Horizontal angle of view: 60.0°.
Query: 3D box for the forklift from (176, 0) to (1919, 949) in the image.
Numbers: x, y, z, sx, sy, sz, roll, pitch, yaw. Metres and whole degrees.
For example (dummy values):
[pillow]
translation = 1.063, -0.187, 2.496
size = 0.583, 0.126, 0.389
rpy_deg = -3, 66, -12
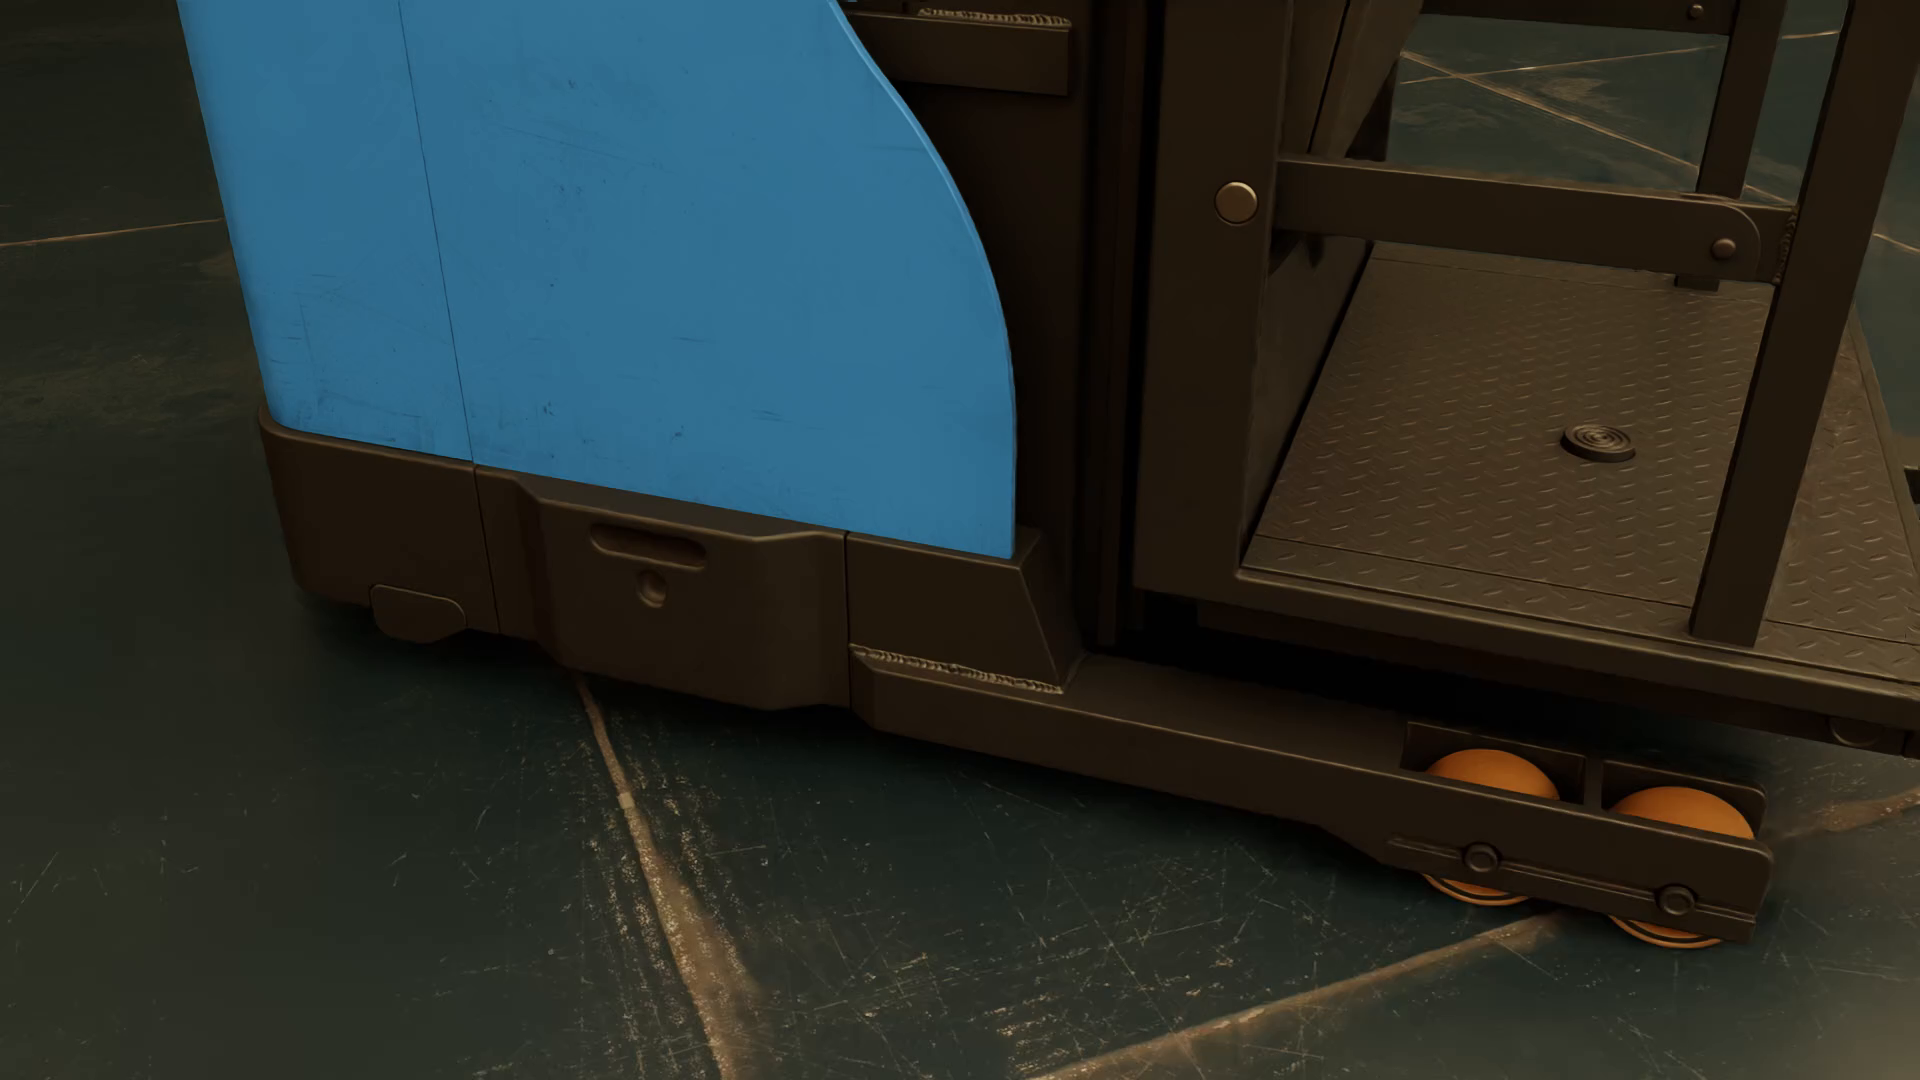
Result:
[forklift]
translation = 0.655, -1.143, 1.545
size = 3.031, 2.935, 1.130
rpy_deg = 10, 31, 17
